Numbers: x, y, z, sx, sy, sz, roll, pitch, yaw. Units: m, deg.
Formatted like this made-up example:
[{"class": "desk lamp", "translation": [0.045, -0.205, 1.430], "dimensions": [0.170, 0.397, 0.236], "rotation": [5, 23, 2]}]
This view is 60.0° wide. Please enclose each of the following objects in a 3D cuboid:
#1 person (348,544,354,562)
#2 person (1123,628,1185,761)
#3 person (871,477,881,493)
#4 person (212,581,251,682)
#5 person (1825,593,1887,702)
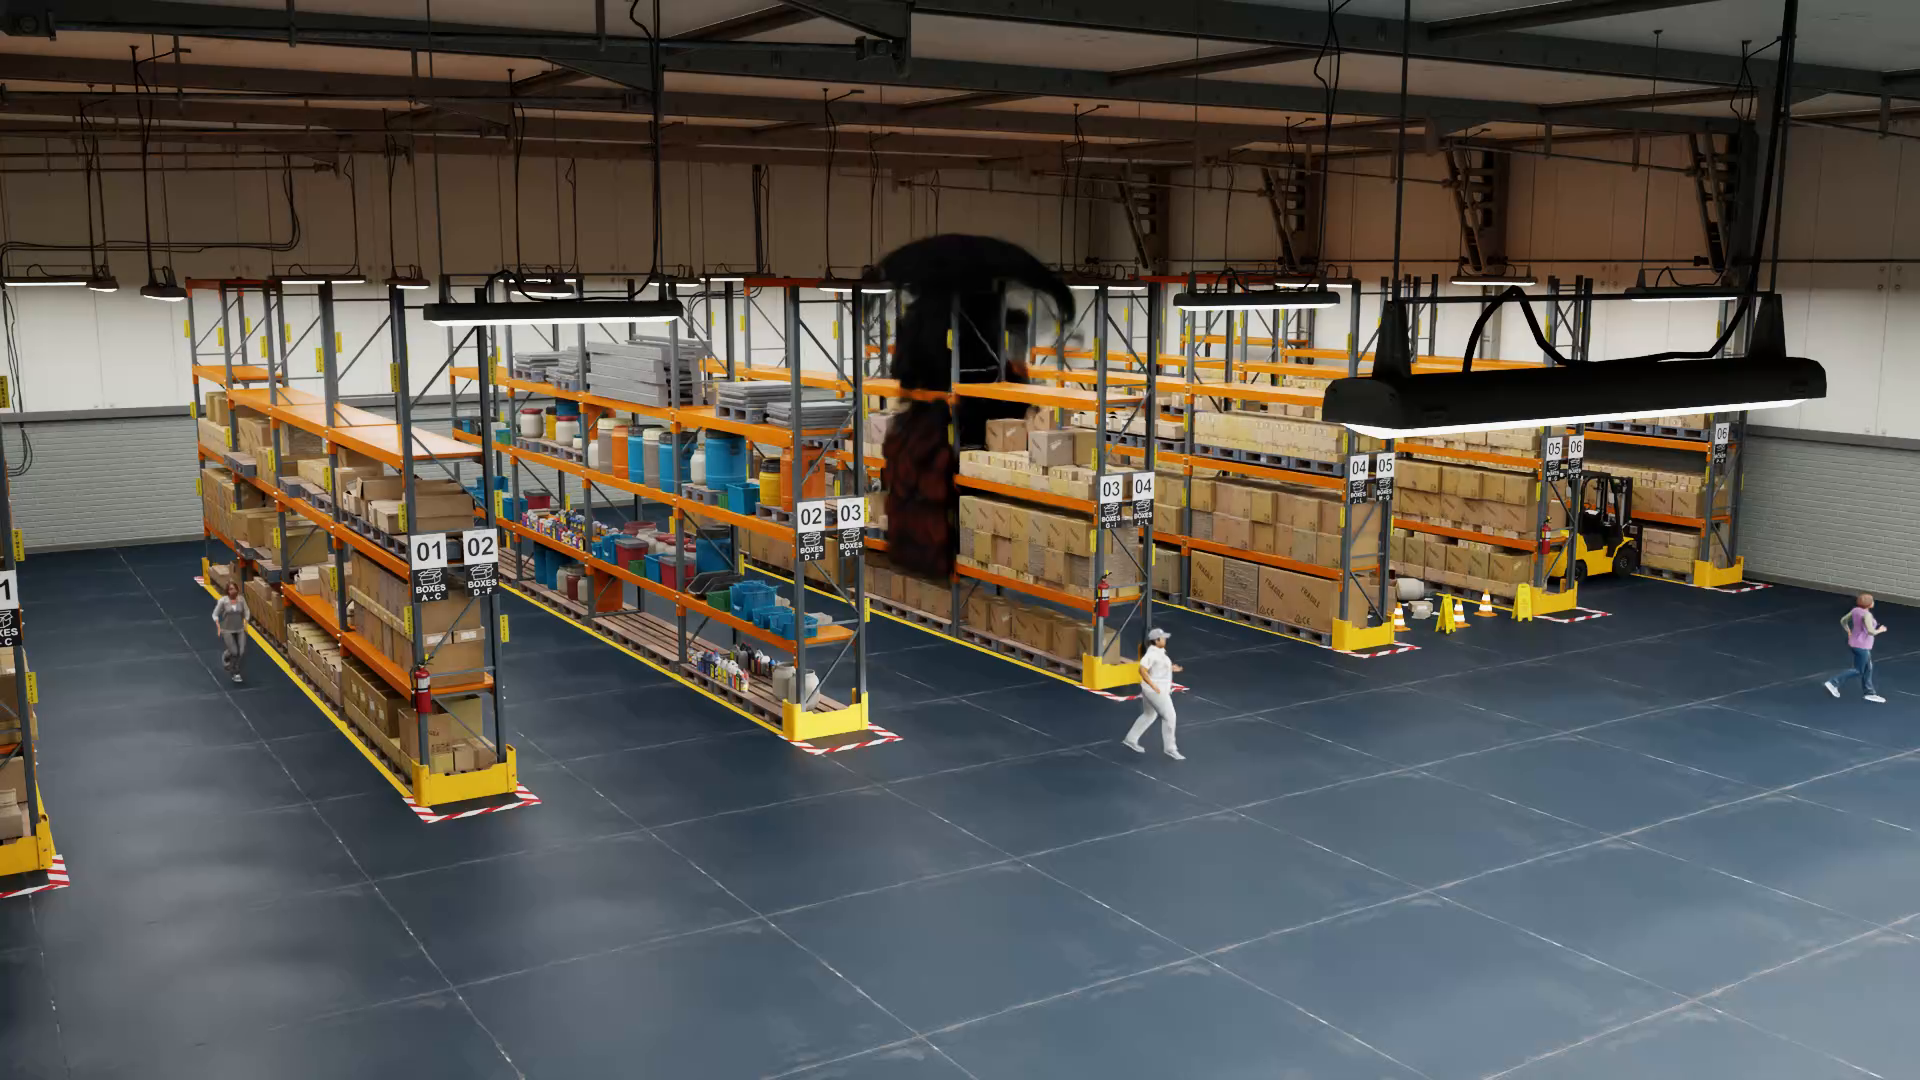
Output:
[{"class": "person", "translation": [-12.282, -0.020, 33.140], "dimensions": [0.568, 1.717, 0.770], "rotation": [-7, 12, -35]}, {"class": "person", "translation": [2.492, 1.966, 21.277], "dimensions": [0.787, 1.712, 0.589], "rotation": [0, 10, 0]}, {"class": "person", "translation": [-1.976, -1.560, 42.351], "dimensions": [0.929, 1.621, 0.726], "rotation": [2, 10, 10]}, {"class": "person", "translation": [-10.998, 1.384, 25.172], "dimensions": [0.523, 1.551, 0.578], "rotation": [-7, 12, -37]}, {"class": "person", "translation": [12.921, 1.547, 23.908], "dimensions": [0.852, 1.587, 0.568], "rotation": [1, 10, 6]}]
